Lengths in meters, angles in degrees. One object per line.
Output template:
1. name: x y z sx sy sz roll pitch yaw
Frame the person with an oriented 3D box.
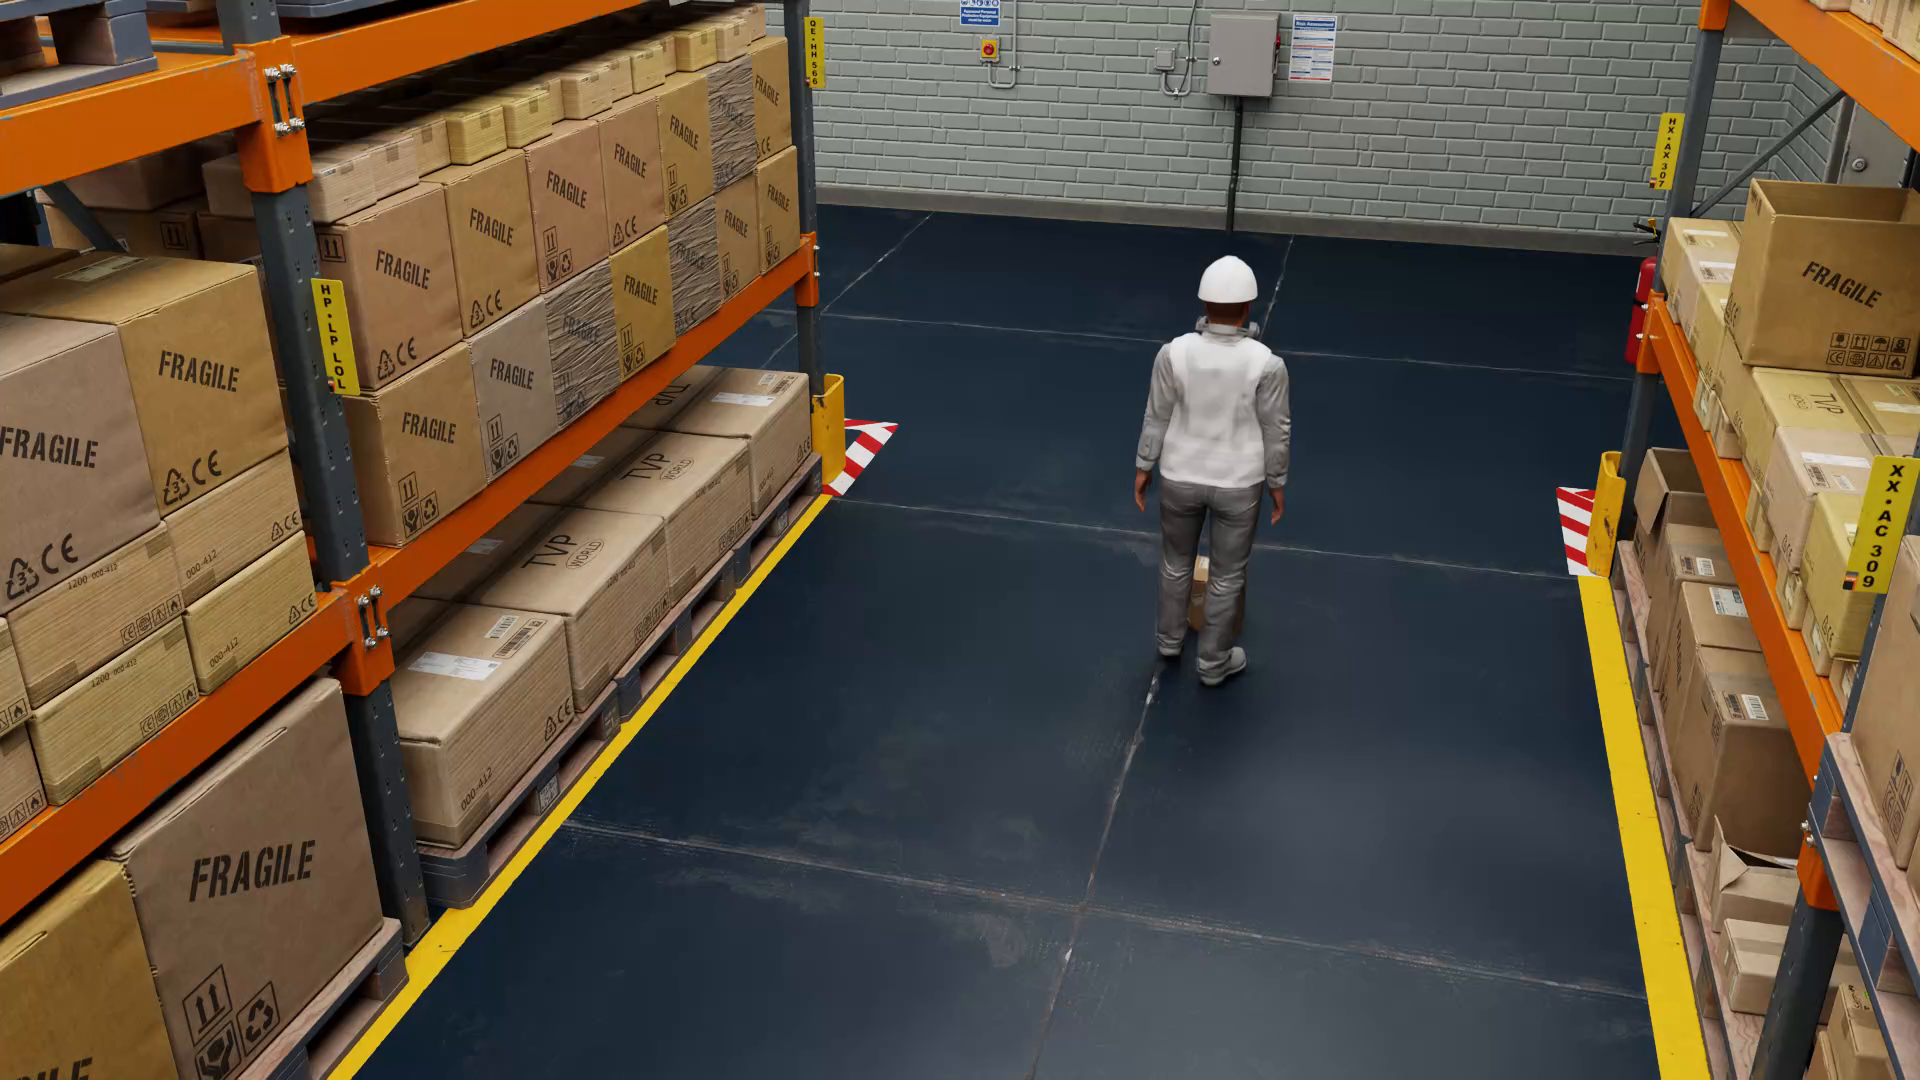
1. person: 1.027 -0.279 6.661 0.600 1.794 0.516 9 27 18
